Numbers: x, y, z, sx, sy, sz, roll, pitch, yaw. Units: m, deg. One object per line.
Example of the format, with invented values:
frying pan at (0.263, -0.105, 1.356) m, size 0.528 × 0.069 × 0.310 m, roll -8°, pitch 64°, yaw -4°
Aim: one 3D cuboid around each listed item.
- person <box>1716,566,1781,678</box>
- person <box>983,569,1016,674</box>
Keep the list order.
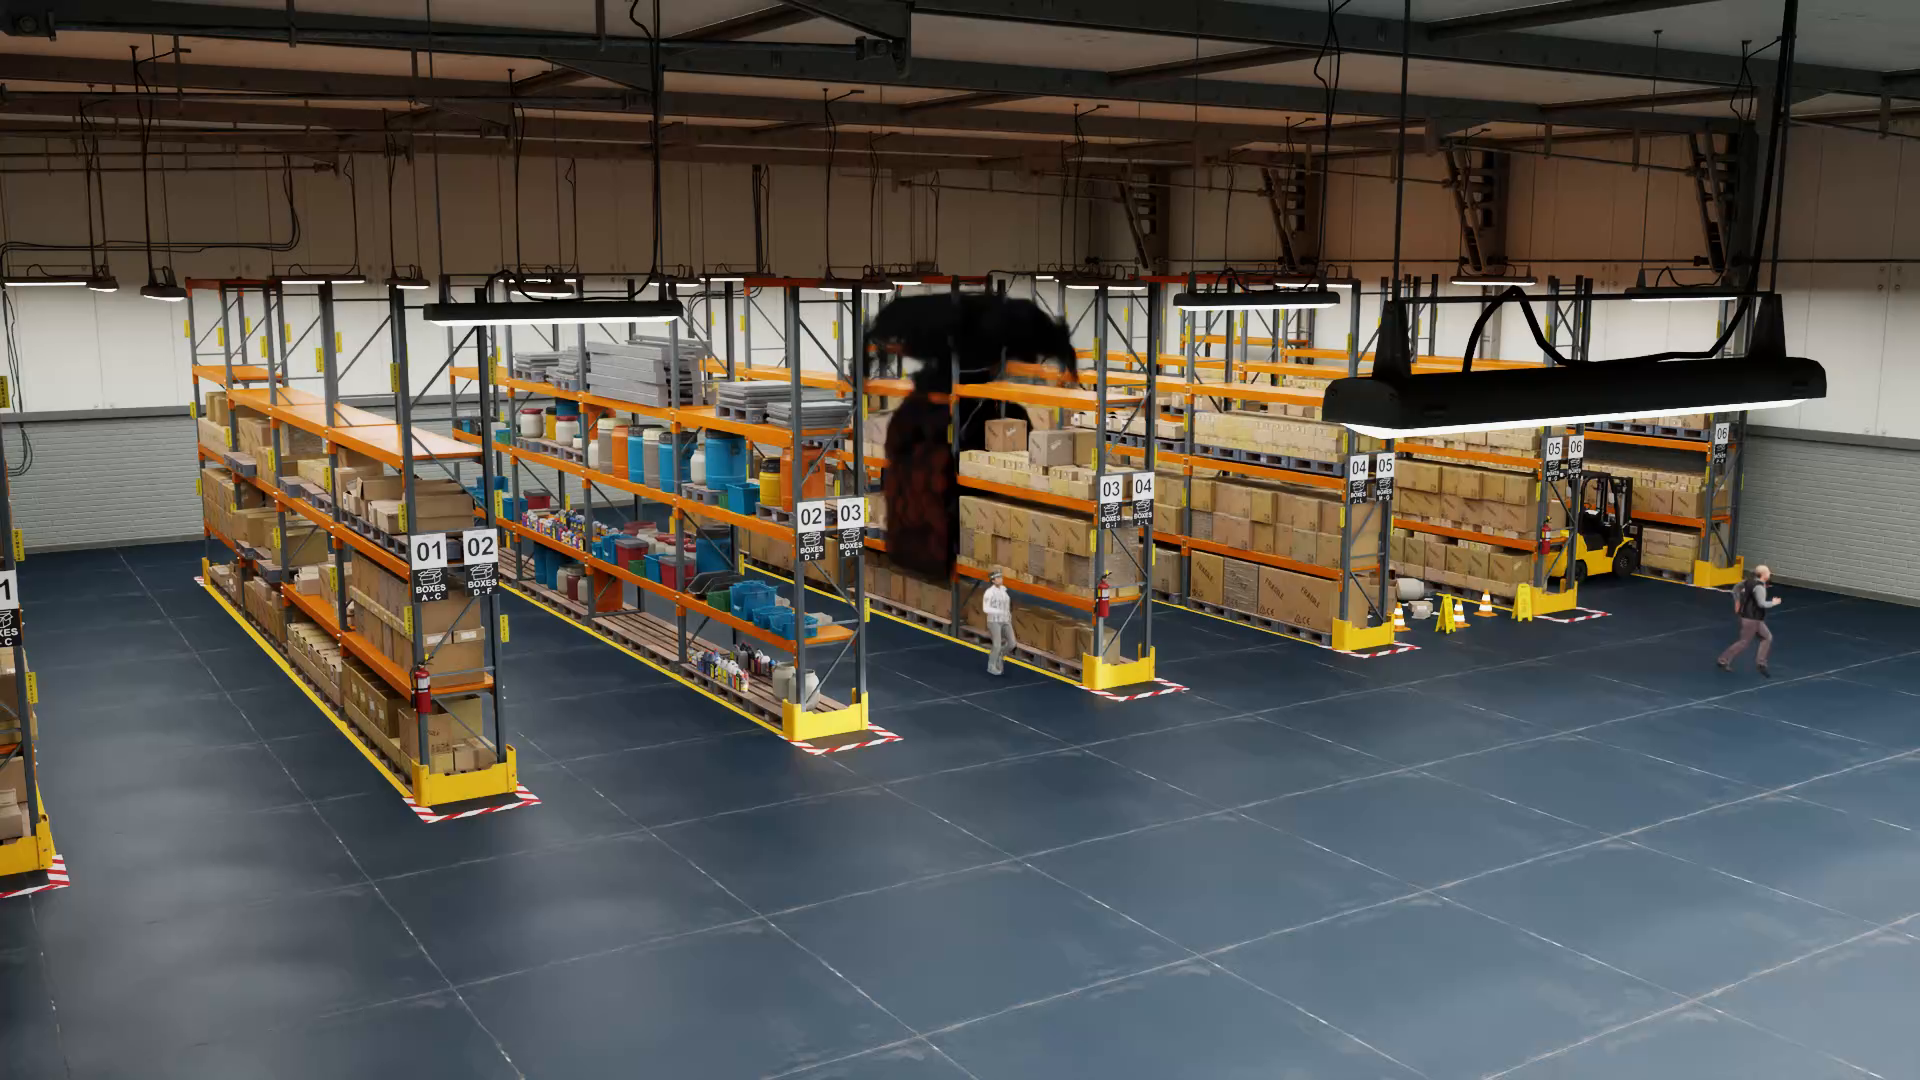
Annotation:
person at (12.078, 1.252, 25.463) m, size 0.853 × 1.764 × 0.678 m, roll 2°, pitch 10°, yaw 11°
person at (0.639, 1.259, 25.471) m, size 0.600 × 1.652 × 0.566 m, roll -8°, pitch 12°, yaw -39°
